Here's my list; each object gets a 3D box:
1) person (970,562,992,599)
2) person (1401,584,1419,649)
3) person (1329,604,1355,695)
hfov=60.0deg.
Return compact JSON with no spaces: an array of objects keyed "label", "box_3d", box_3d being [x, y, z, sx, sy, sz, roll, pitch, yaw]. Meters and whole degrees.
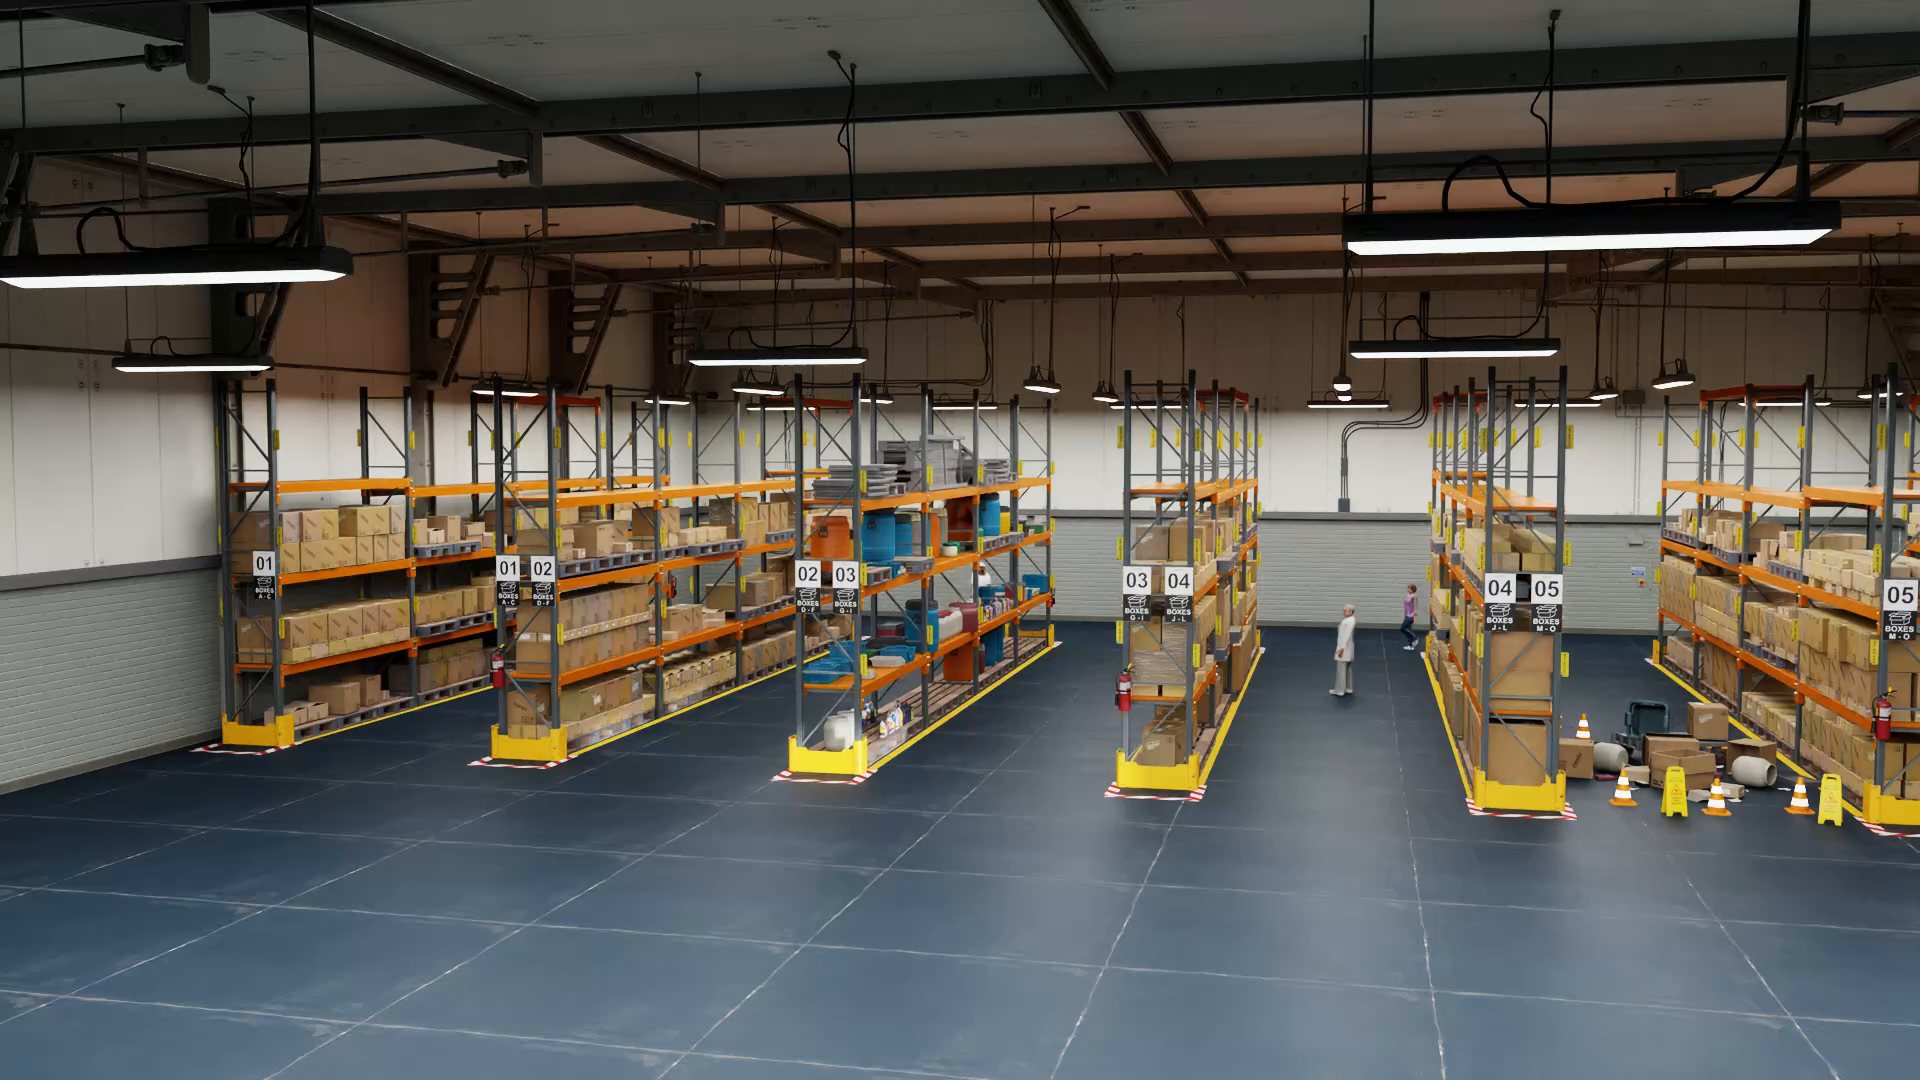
[{"label":"person","box_3d":[0.543,1.459,44.373,0.616,1.746,0.691,-3,4,-38]},{"label":"person","box_3d":[10.677,1.836,39.516,0.436,1.557,0.451,0,3,3]},{"label":"person","box_3d":[7.529,2.157,32.704,0.502,1.783,0.626,2,4,26]}]
